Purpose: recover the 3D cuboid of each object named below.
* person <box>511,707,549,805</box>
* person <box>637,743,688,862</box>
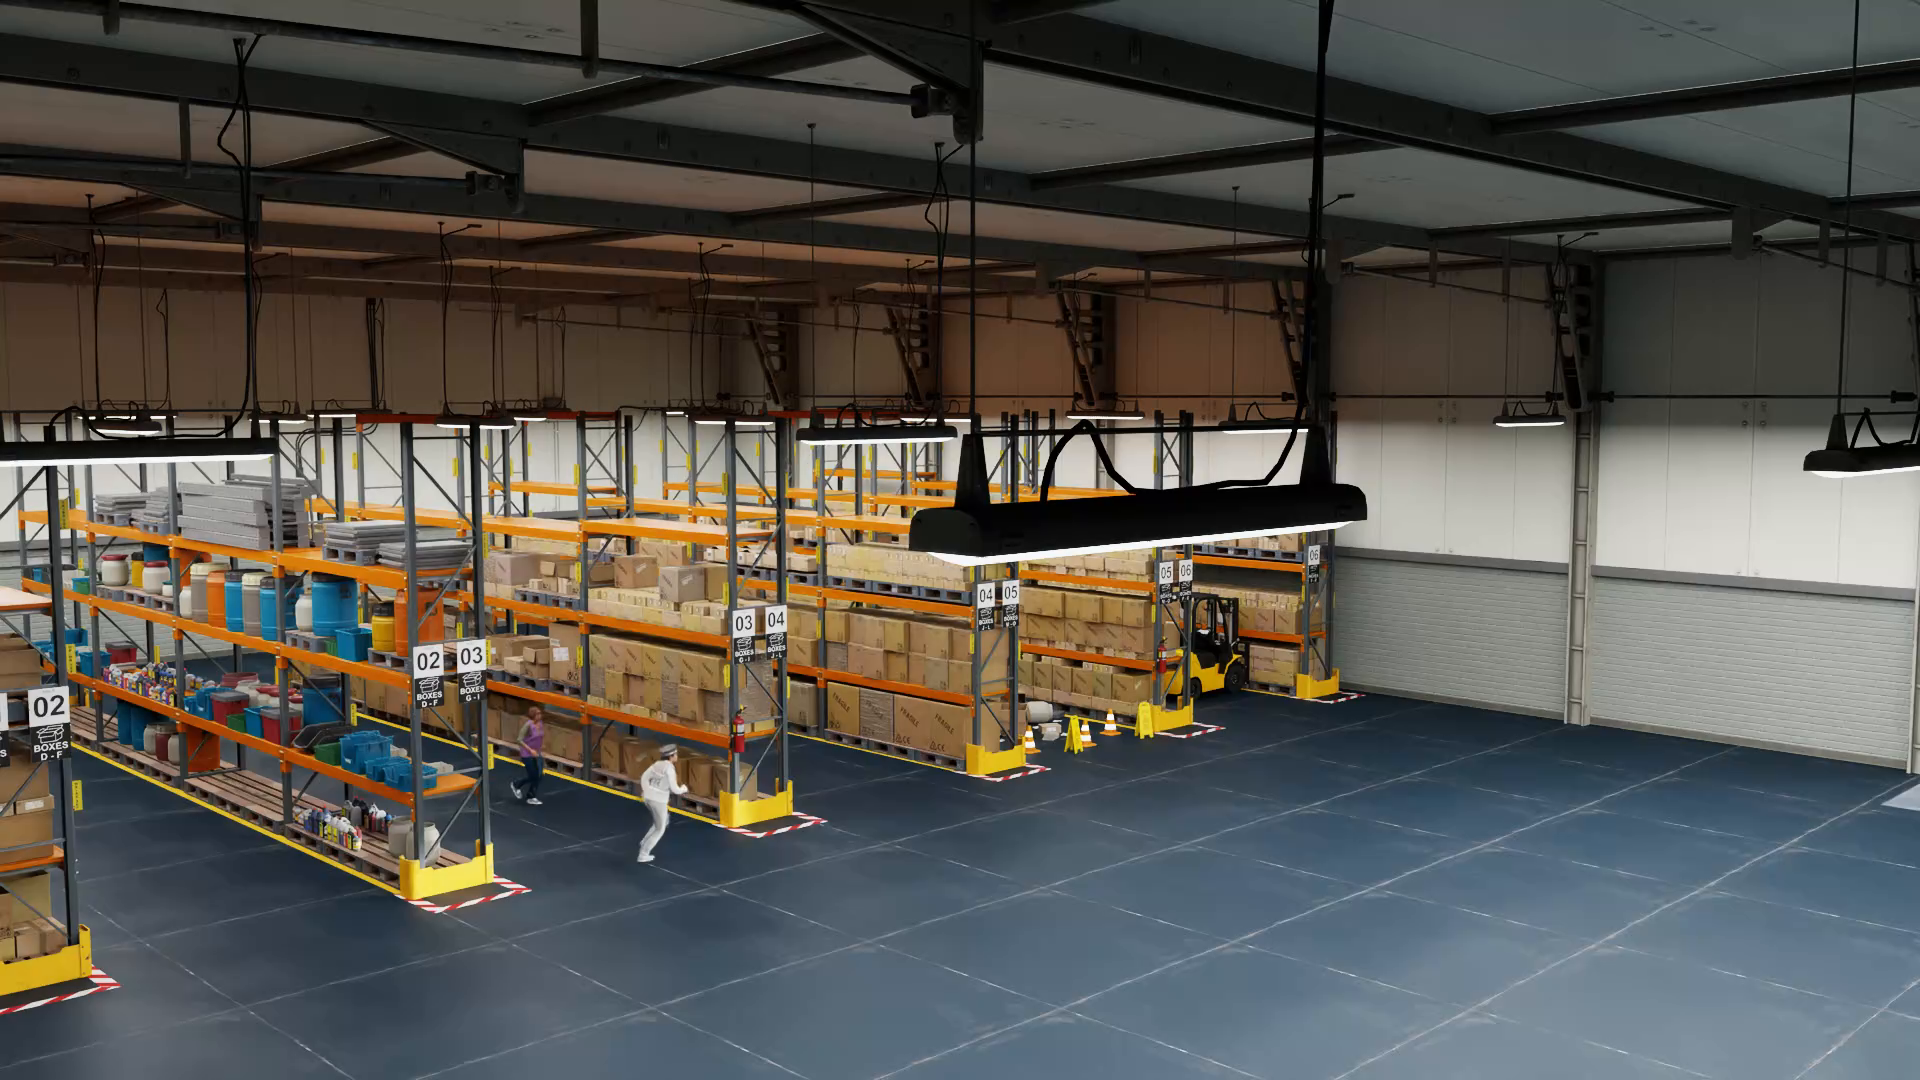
[{"bbox_3d":[-6.700,3.333,25.798,0.612,1.543,0.538,3,6,29],"label":"person"},{"bbox_3d":[-4.082,3.572,22.736,0.777,1.576,0.608,-4,6,-38],"label":"person"}]
